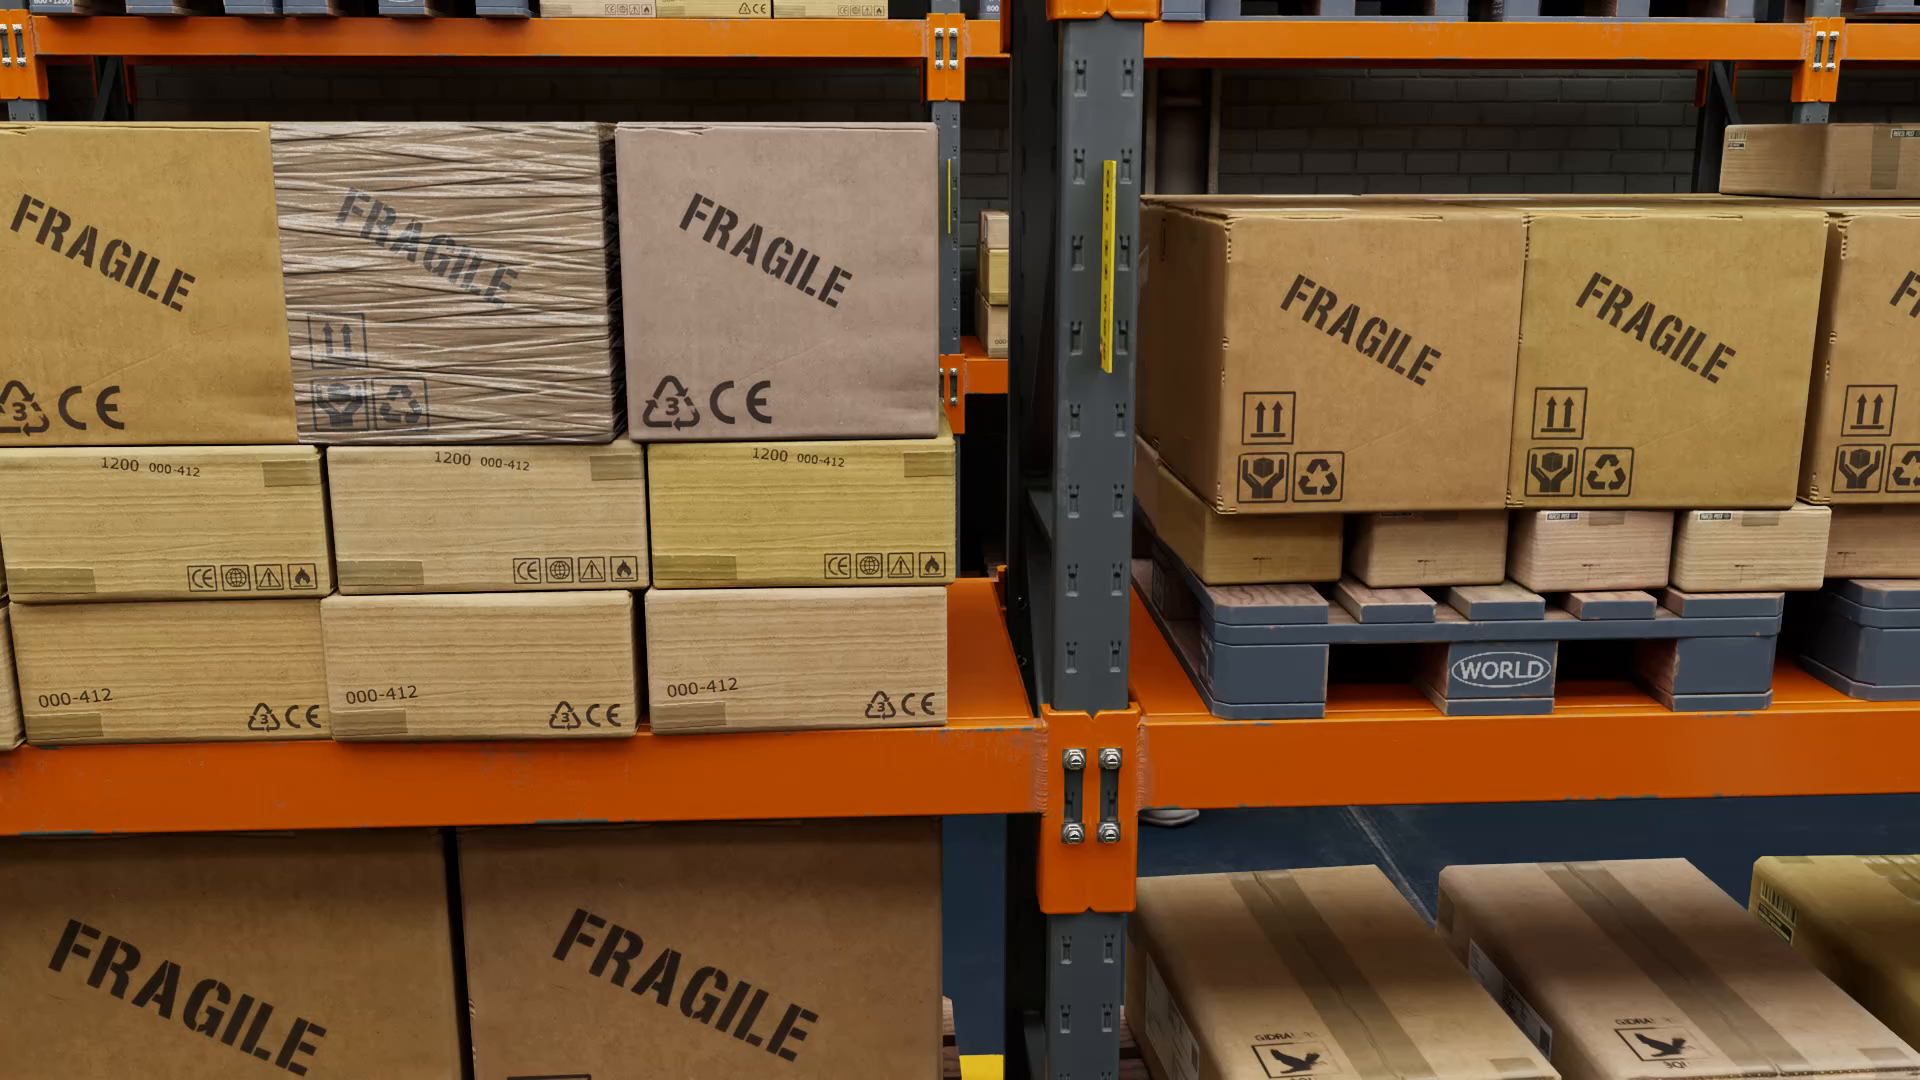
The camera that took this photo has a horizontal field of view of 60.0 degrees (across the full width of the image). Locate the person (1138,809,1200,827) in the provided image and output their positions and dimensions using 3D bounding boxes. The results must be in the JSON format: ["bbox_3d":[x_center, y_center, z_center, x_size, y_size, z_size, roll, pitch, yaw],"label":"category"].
[{"bbox_3d":[0.617,0.060,5.716,0.449,1.773,0.608,-1,13,-6],"label":"person"}]
